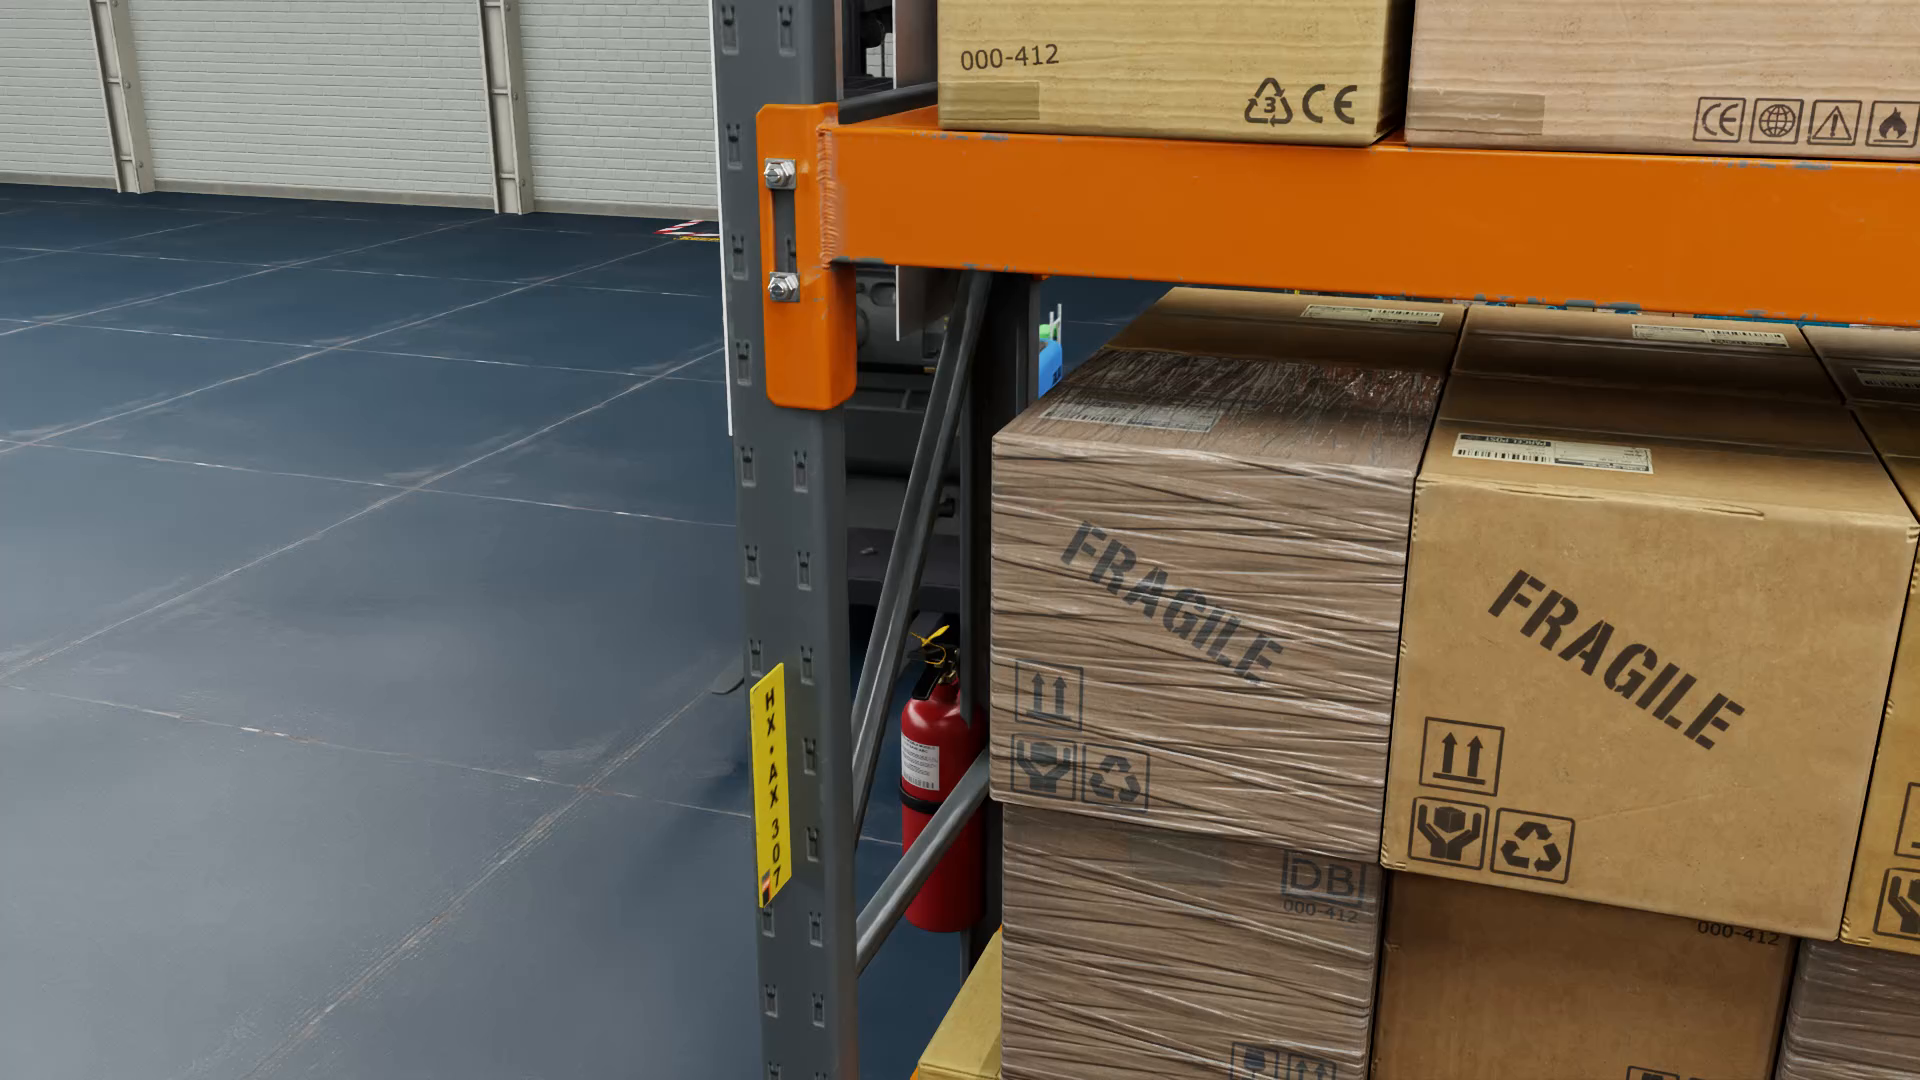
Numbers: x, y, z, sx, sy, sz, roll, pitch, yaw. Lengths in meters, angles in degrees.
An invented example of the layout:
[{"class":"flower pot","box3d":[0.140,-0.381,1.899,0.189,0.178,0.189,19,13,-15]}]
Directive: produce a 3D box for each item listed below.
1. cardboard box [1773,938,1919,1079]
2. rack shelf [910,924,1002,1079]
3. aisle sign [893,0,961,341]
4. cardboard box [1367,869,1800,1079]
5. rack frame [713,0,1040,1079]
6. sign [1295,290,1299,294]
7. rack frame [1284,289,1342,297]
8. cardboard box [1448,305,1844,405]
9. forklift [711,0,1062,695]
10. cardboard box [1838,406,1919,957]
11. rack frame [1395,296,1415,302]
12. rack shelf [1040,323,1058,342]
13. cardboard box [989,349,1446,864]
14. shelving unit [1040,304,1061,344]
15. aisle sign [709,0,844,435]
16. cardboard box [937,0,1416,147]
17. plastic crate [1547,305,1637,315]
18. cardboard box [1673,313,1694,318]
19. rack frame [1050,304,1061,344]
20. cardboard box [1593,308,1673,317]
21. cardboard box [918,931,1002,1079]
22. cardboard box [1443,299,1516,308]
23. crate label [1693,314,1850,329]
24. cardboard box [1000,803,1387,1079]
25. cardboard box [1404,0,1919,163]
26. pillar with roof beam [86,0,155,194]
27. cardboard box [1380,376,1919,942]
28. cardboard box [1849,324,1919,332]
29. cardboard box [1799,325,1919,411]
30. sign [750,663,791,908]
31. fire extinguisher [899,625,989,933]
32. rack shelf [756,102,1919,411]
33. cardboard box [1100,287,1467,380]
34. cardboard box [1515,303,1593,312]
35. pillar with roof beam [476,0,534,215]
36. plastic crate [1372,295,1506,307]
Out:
[{"class":"cardboard box","box3d":[1.405,0.537,2.375,0.500,0.500,0.875,7,20,18]},{"class":"rack shelf","box3d":[1.814,1.128,2.376,4.000,0.370,1.077,7,20,18]},{"class":"aisle sign","box3d":[-0.036,-0.755,2.736,0.004,0.787,0.394,7,20,18]},{"class":"cardboard box","box3d":[0.947,0.469,2.569,0.500,0.500,0.875,7,20,18]},{"class":"rack frame","box3d":[-0.077,0.573,2.874,0.053,2.616,0.949,7,20,18]},{"class":"sign","box3d":[1.365,-0.928,6.760,0.005,0.325,0.100,7,20,18]},{"class":"rack frame","box3d":[1.550,-0.968,7.295,0.127,3.000,1.000,7,20,18]},{"class":"cardboard box","box3d":[0.999,-0.053,2.547,0.500,0.500,0.500,7,20,18]},{"class":"forklift","box3d":[-0.299,-1.019,7.548,1.130,2.935,3.031,5,20,13]},{"class":"cardboard box","box3d":[1.297,0.167,1.919,0.500,0.500,0.500,7,20,18]},{"class":"rack frame","box3d":[3.179,-2.507,11.712,0.127,3.000,1.000,7,20,18]},{"class":"rack shelf","box3d":[0.285,-1.112,9.177,0.480,0.148,0.258,5,20,13]},{"class":"cardboard box","box3d":[0.354,0.057,2.233,0.500,0.500,0.500,7,20,18]},{"class":"shelving unit","box3d":[0.285,-0.718,9.313,0.503,1.200,0.258,5,20,13]},{"class":"aisle sign","box3d":[-0.233,-0.569,2.201,0.004,0.787,0.394,7,20,18]},{"class":"cardboard box","box3d":[0.295,-0.641,2.028,0.500,0.250,0.500,7,20,20]},{"class":"plastic crate","box3d":[2.732,-0.864,7.225,0.408,0.251,0.499,7,20,18]},{"class":"cardboard box","box3d":[5.028,-1.471,11.140,0.500,0.500,0.500,7,20,18]},{"class":"rack frame","box3d":[0.522,-0.699,9.256,0.015,1.200,0.240,5,20,13]},{"class":"cardboard box","box3d":[4.562,-1.531,11.311,0.500,0.500,0.500,7,20,18]},{"class":"cardboard box","box3d":[0.115,0.796,2.617,0.250,0.149,0.380,7,20,18]},{"class":"cardboard box","box3d":[3.783,-1.796,12.071,0.500,0.500,0.500,7,20,18]},{"class":"crate label","box3d":[3.377,-0.870,6.960,0.616,0.435,0.502,7,20,18]},{"class":"cardboard box","box3d":[0.435,0.453,2.617,0.500,0.500,0.875,7,20,18]},{"class":"cardboard box","box3d":[0.784,-0.587,1.874,0.500,0.250,0.500,6,20,17]},{"class":"pillar with roof beam","box3d":[-12.670,-7.680,17.437,0.400,9.000,9.100,7,20,18]},{"class":"cardboard box","box3d":[0.824,0.113,2.072,0.500,0.500,0.500,7,20,18]},{"class":"cardboard box","box3d":[5.979,-1.369,10.847,0.500,0.500,0.500,7,20,18]},{"class":"cardboard box","box3d":[1.471,0.002,2.390,0.500,0.500,0.500,7,20,18]},{"class":"sign","box3d":[-0.254,0.332,2.250,0.005,0.325,0.100,7,20,18]},{"class":"fire extinguisher","box3d":[-0.033,0.453,3.336,0.183,0.674,0.296,7,20,18]},{"class":"rack shelf","box3d":[1.814,-0.288,1.882,4.000,0.370,1.077,7,20,18]},{"class":"cardboard box","box3d":[0.525,-0.105,2.697,0.500,0.500,0.500,7,20,18]},{"class":"cardboard box","box3d":[4.085,-1.581,11.454,0.500,0.500,0.500,7,20,18]},{"class":"pillar with roof beam","box3d":[-7.002,-7.032,15.578,0.400,9.000,9.100,7,20,18]},{"class":"plastic crate","box3d":[2.121,-0.936,7.431,0.616,0.251,0.499,7,20,18]}]
